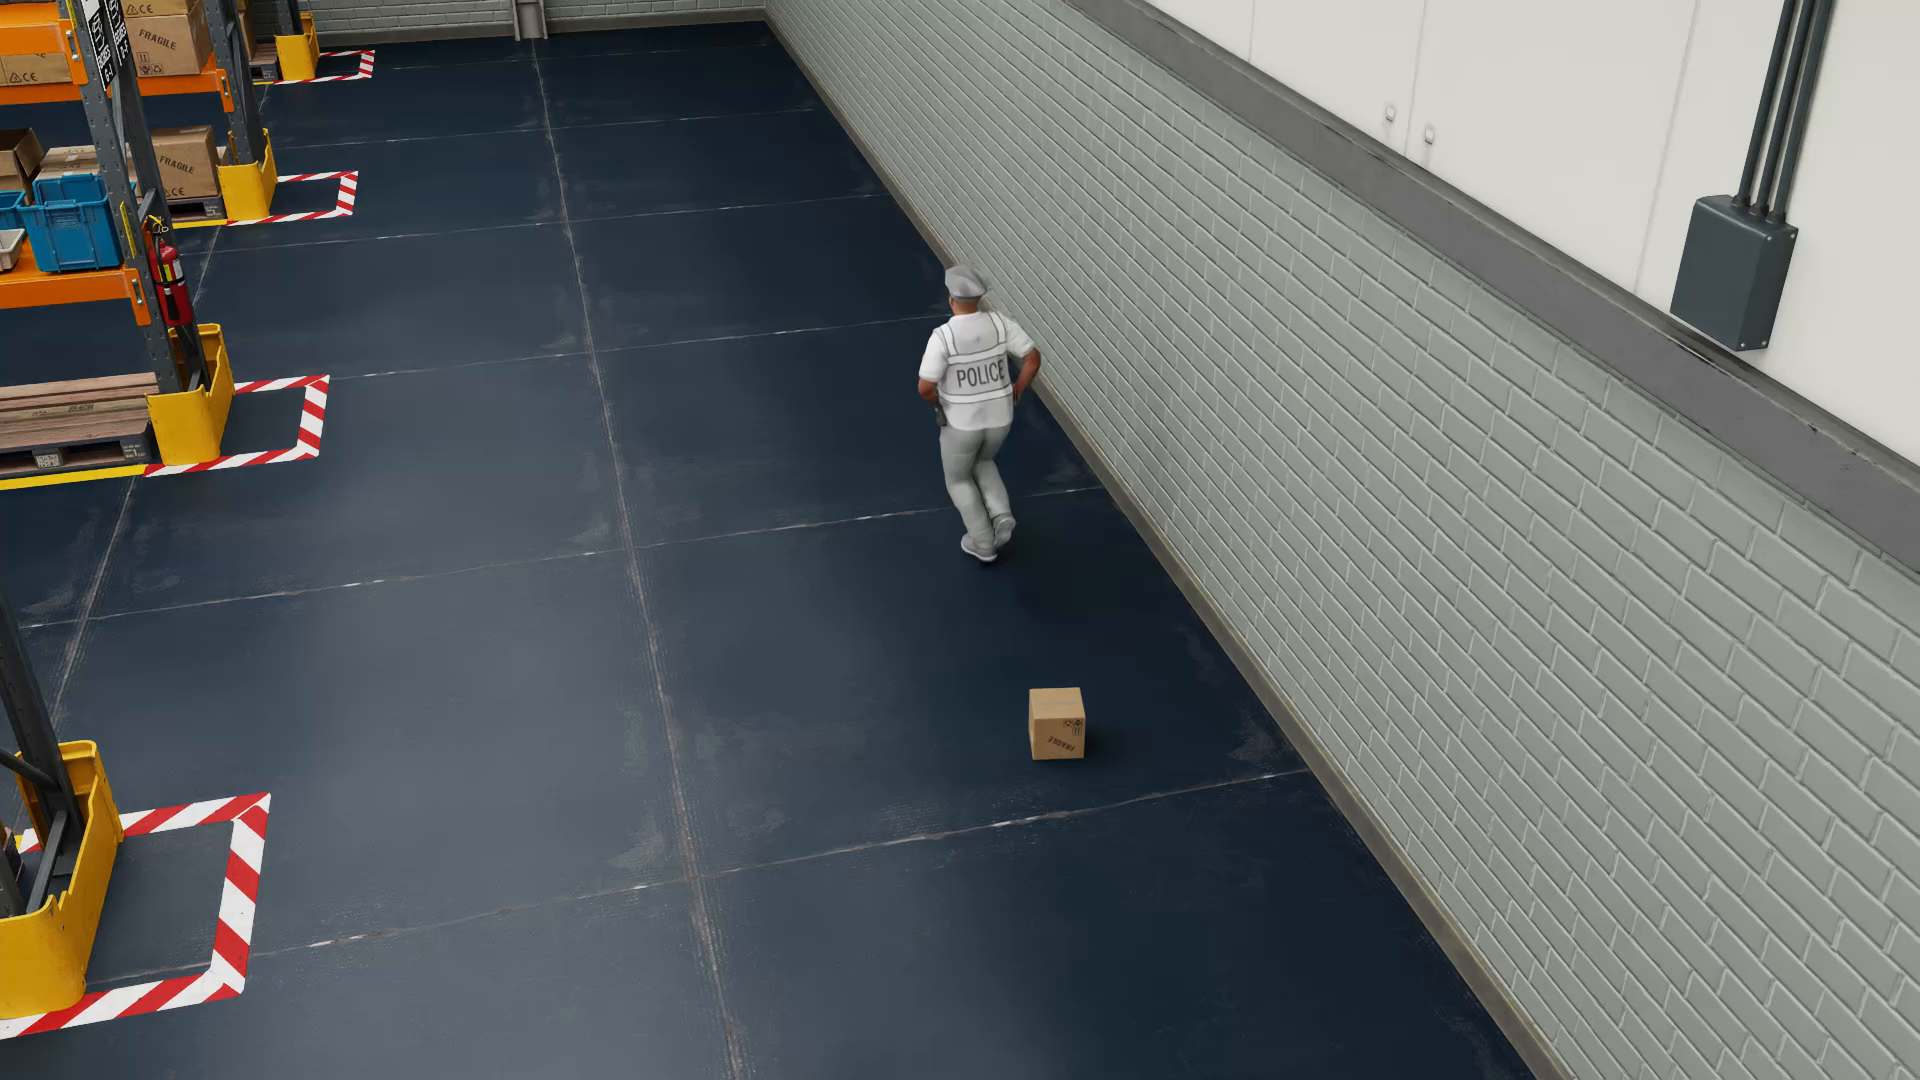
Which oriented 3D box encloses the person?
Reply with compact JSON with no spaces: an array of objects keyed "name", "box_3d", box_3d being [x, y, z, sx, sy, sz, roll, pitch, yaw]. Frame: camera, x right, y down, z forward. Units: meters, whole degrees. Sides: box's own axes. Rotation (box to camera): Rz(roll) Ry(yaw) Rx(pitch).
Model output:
[{"name":"person","box_3d":[0.083,-0.711,9.464,0.701,1.731,0.529,-13,33,-22]}]
